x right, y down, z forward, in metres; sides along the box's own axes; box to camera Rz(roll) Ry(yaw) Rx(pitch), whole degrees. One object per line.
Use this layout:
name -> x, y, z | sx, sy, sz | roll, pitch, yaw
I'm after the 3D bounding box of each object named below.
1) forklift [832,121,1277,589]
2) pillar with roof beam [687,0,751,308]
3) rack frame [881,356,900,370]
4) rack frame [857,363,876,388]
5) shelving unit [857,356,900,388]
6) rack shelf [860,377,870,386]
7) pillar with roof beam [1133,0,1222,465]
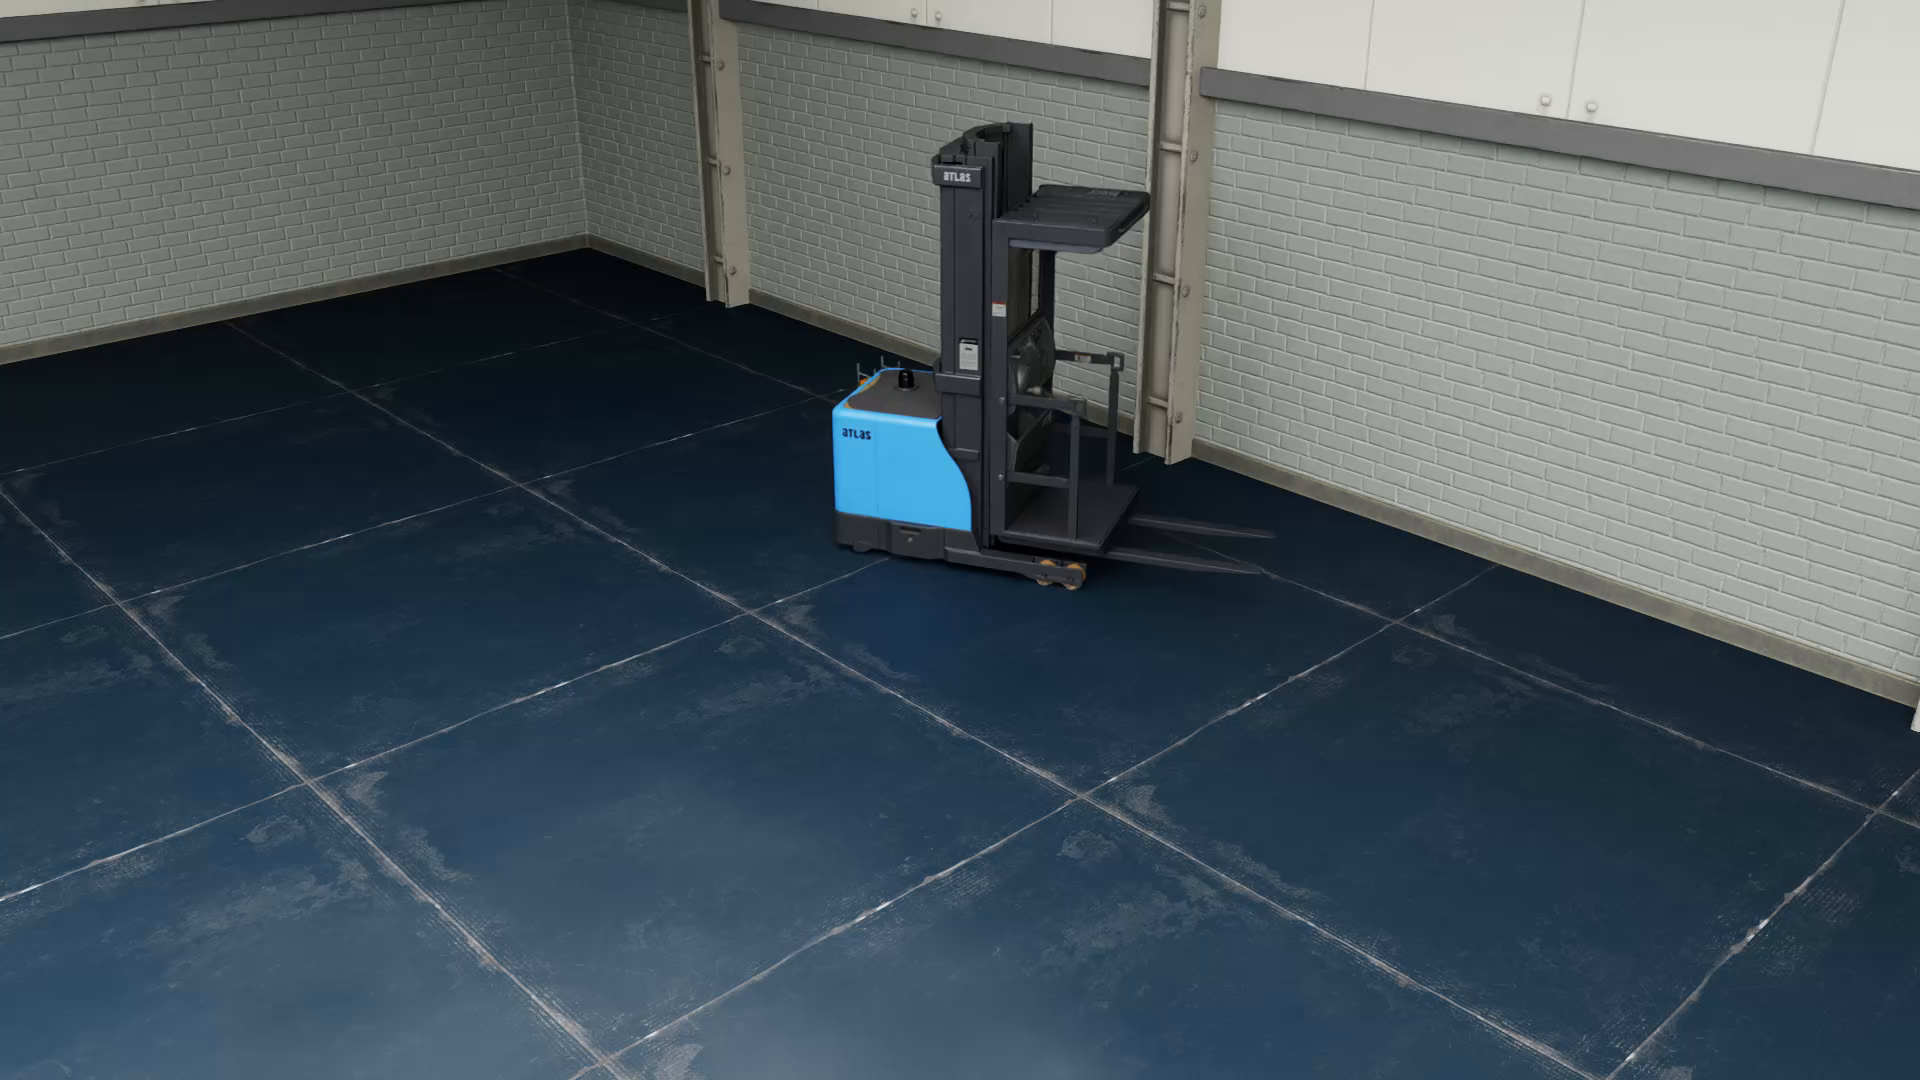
forklift -> 0.672, -1.248, 11.251 | 3.031, 2.935, 1.130 | 8, 26, 18
pillar with roof beam -> -5.584, -5.397, 13.035 | 9.100, 9.000, 0.400 | -21, 32, -38
rack frame -> -0.522, -0.884, 12.720 | 0.200, 1.050, 0.008 | 22, 33, 40
rack frame -> -0.694, -0.813, 12.563 | 0.200, 1.050, 0.008 | 22, 33, 40
shelving unit -> -0.608, -0.848, 12.642 | 0.215, 1.050, 0.252 | 22, 33, 40
rack shelf -> -0.608, -1.097, 12.528 | 0.215, 0.259, 0.240 | 22, 33, 40
pillar with roof beam -> -1.483, -3.579, 9.050 | 9.100, 9.000, 0.400 | -21, 32, -38
